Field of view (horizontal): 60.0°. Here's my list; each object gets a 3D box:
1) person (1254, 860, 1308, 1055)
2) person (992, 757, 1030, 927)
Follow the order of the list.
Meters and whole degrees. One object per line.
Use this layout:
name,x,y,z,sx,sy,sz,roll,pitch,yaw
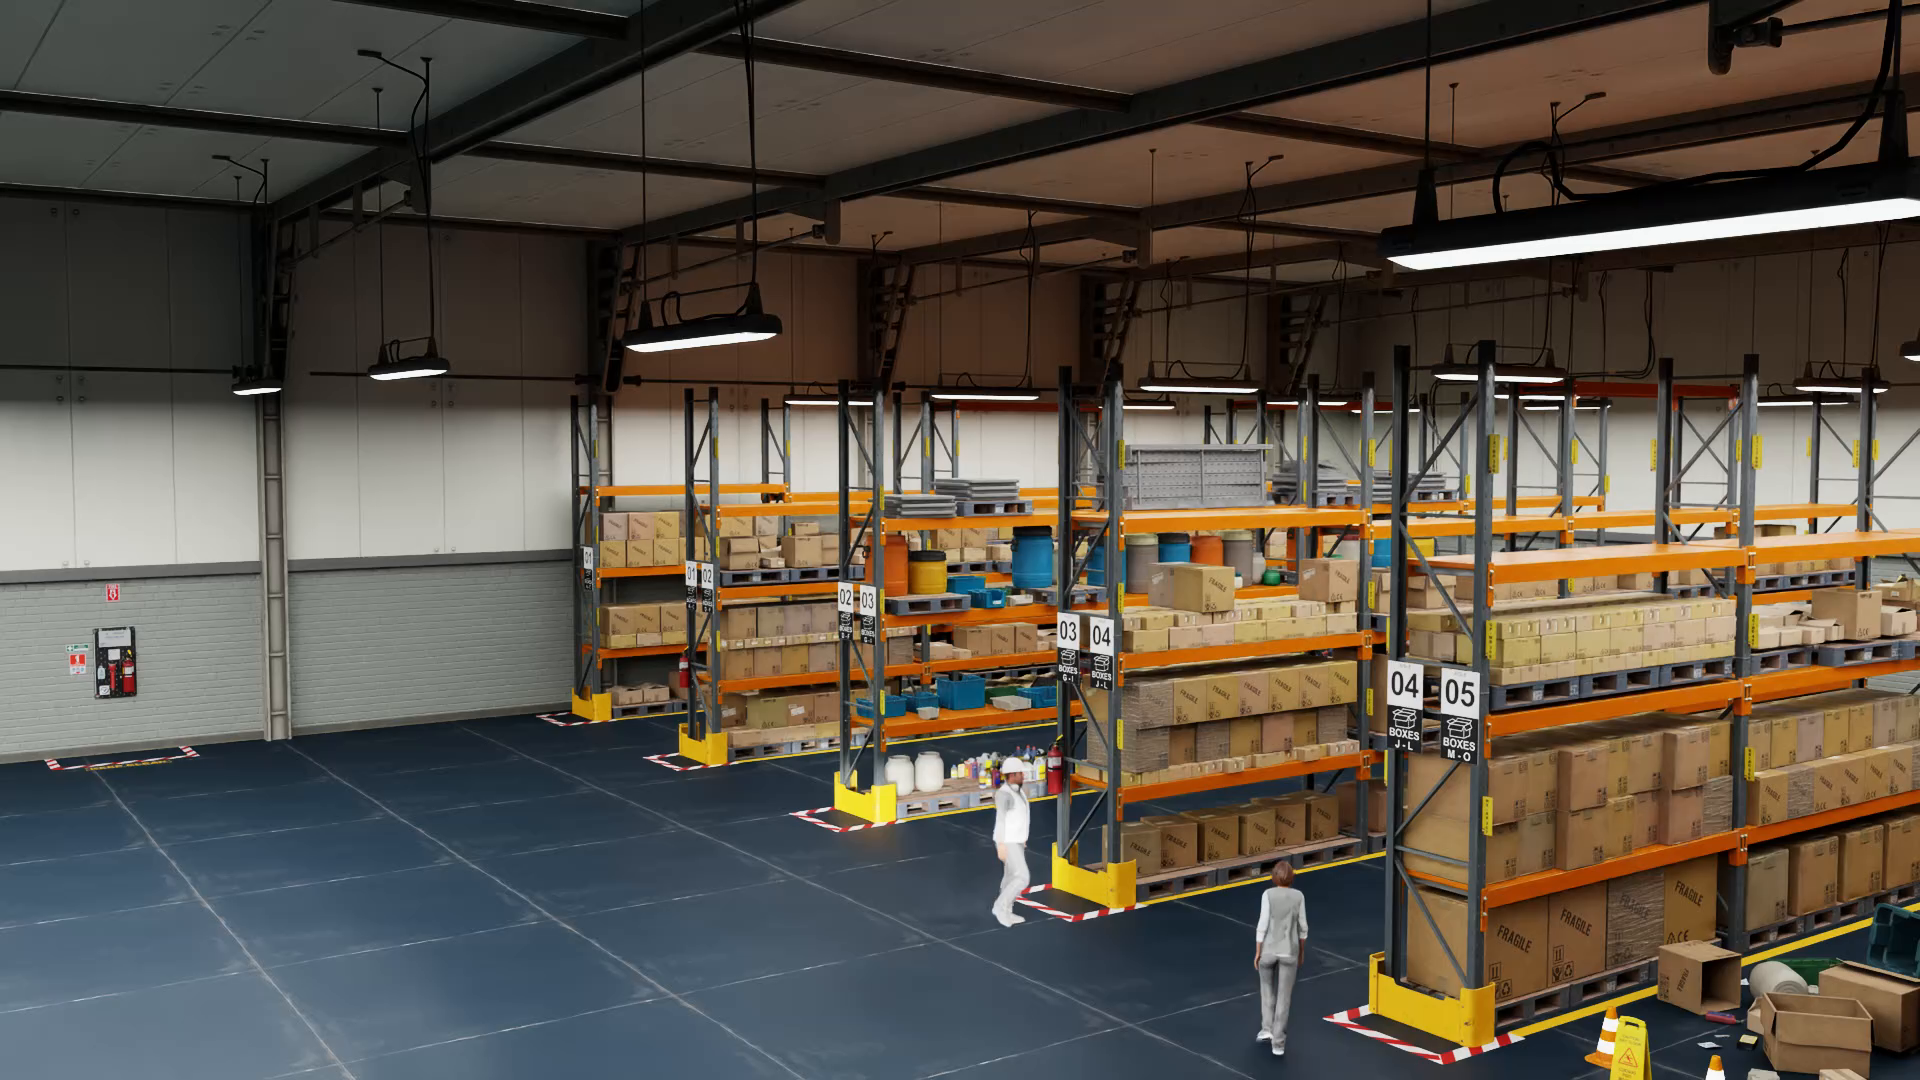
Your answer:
person,2.721,3.541,14.090,0.443,1.617,0.632,1,4,11
person,0.578,3.205,17.749,0.426,1.770,0.564,1,4,17
